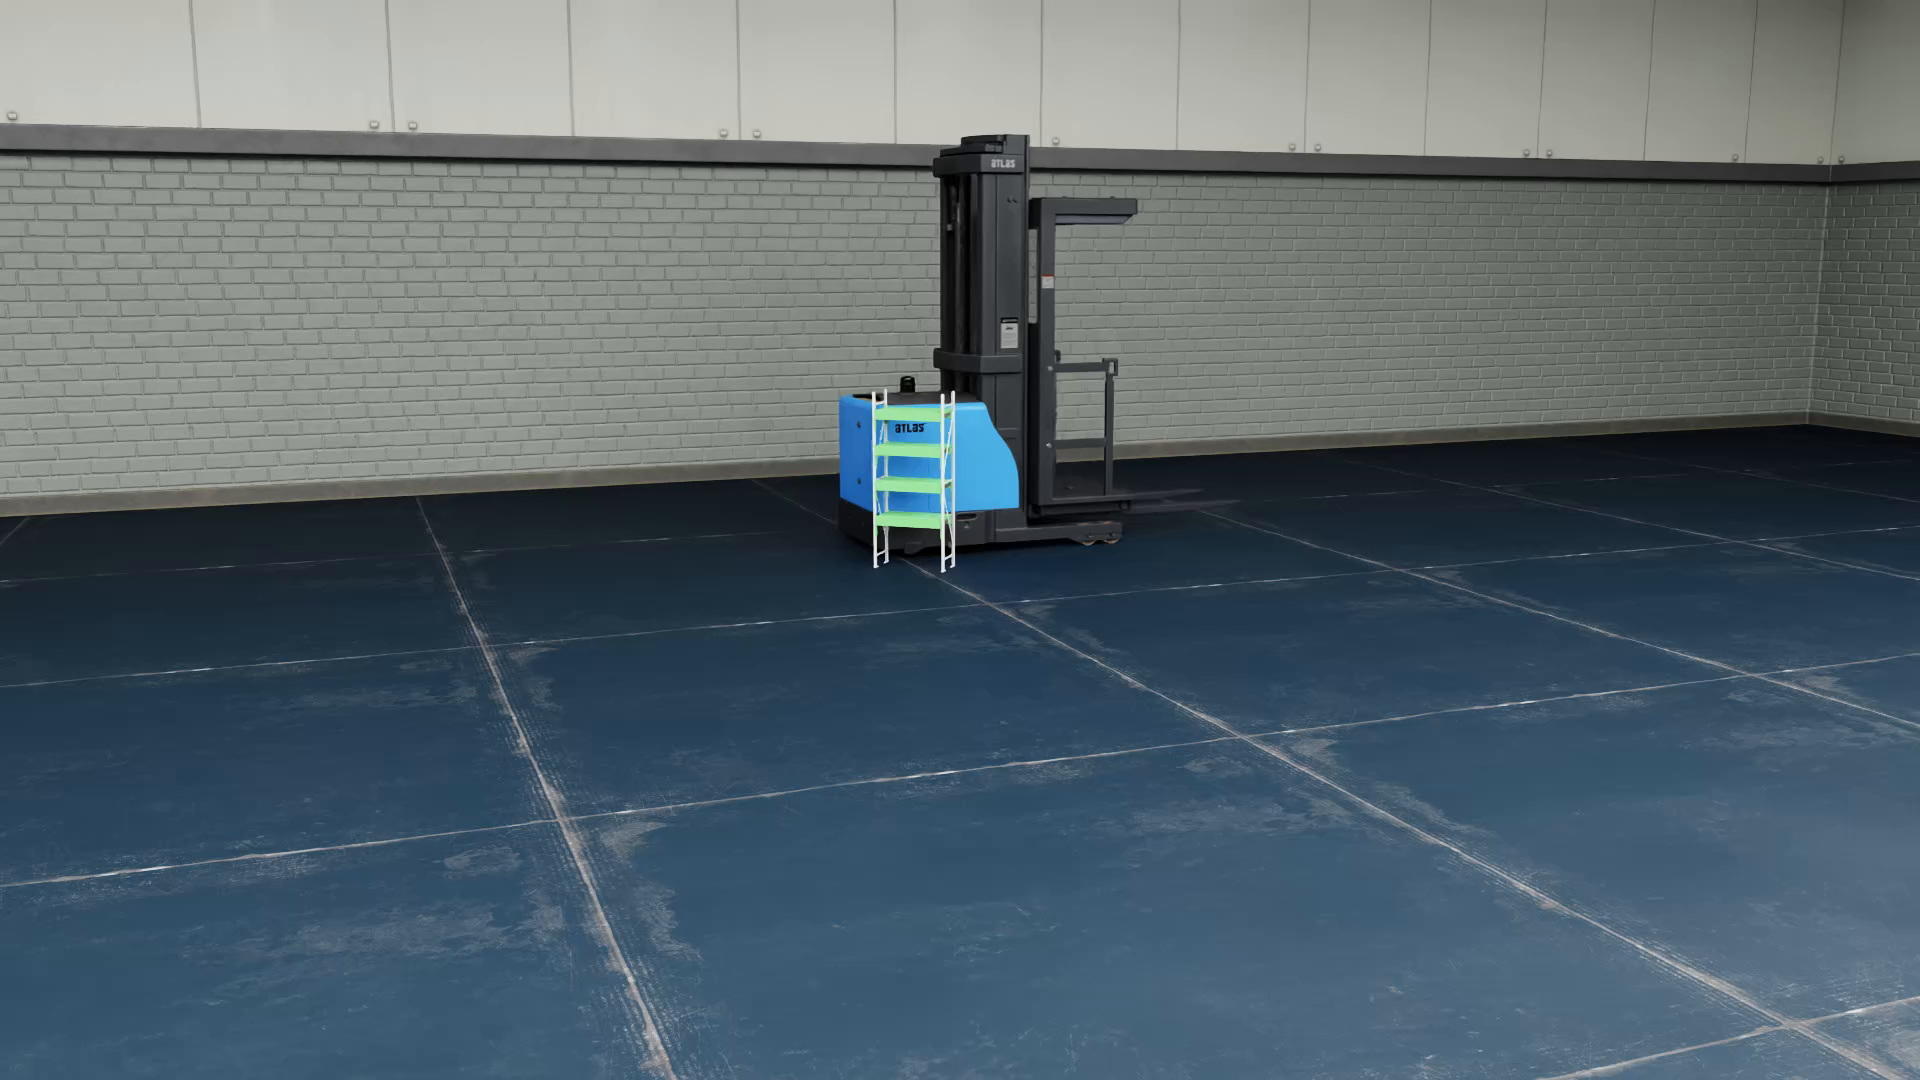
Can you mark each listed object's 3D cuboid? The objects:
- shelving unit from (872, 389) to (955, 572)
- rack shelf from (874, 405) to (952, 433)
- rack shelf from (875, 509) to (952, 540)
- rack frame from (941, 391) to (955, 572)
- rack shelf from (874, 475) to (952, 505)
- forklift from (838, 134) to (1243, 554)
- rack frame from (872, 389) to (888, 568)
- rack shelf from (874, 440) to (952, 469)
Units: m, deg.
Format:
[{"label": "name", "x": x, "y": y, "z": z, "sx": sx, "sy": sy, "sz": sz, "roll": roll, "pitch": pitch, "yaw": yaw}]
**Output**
[{"label": "shelving unit", "x": -0.312, "y": -0.406, "z": 11.275, "sx": 0.503, "sy": 1.200, "sz": 0.258, "roll": 3, "pitch": 11, "yaw": 18}, {"label": "rack shelf", "x": -0.312, "y": -0.816, "z": 11.202, "sx": 0.480, "sy": 0.148, "sz": 0.258, "roll": 3, "pitch": 11, "yaw": 18}, {"label": "rack shelf", "x": -0.311, "y": -0.107, "z": 11.329, "sx": 0.480, "sy": 0.148, "sz": 0.258, "roll": 3, "pitch": 11, "yaw": 18}, {"label": "rack frame", "x": -0.080, "y": -0.393, "z": 11.200, "sx": 0.015, "sy": 1.200, "sz": 0.240, "roll": 3, "pitch": 11, "yaw": 18}, {"label": "rack shelf", "x": -0.312, "y": -0.343, "z": 11.287, "sx": 0.480, "sy": 0.148, "sz": 0.258, "roll": 3, "pitch": 11, "yaw": 18}, {"label": "forklift", "x": 0.660, "y": -1.482, "z": 12.382, "sx": 3.031, "sy": 2.935, "sz": 1.130, "roll": -4, "pitch": 11, "yaw": -21}, {"label": "rack frame", "x": -0.543, "y": -0.419, "z": 11.351, "sx": 0.015, "sy": 1.200, "sz": 0.240, "roll": 3, "pitch": 11, "yaw": 18}, {"label": "rack shelf", "x": -0.312, "y": -0.579, "z": 11.244, "sx": 0.480, "sy": 0.148, "sz": 0.258, "roll": 3, "pitch": 11, "yaw": 18}]
